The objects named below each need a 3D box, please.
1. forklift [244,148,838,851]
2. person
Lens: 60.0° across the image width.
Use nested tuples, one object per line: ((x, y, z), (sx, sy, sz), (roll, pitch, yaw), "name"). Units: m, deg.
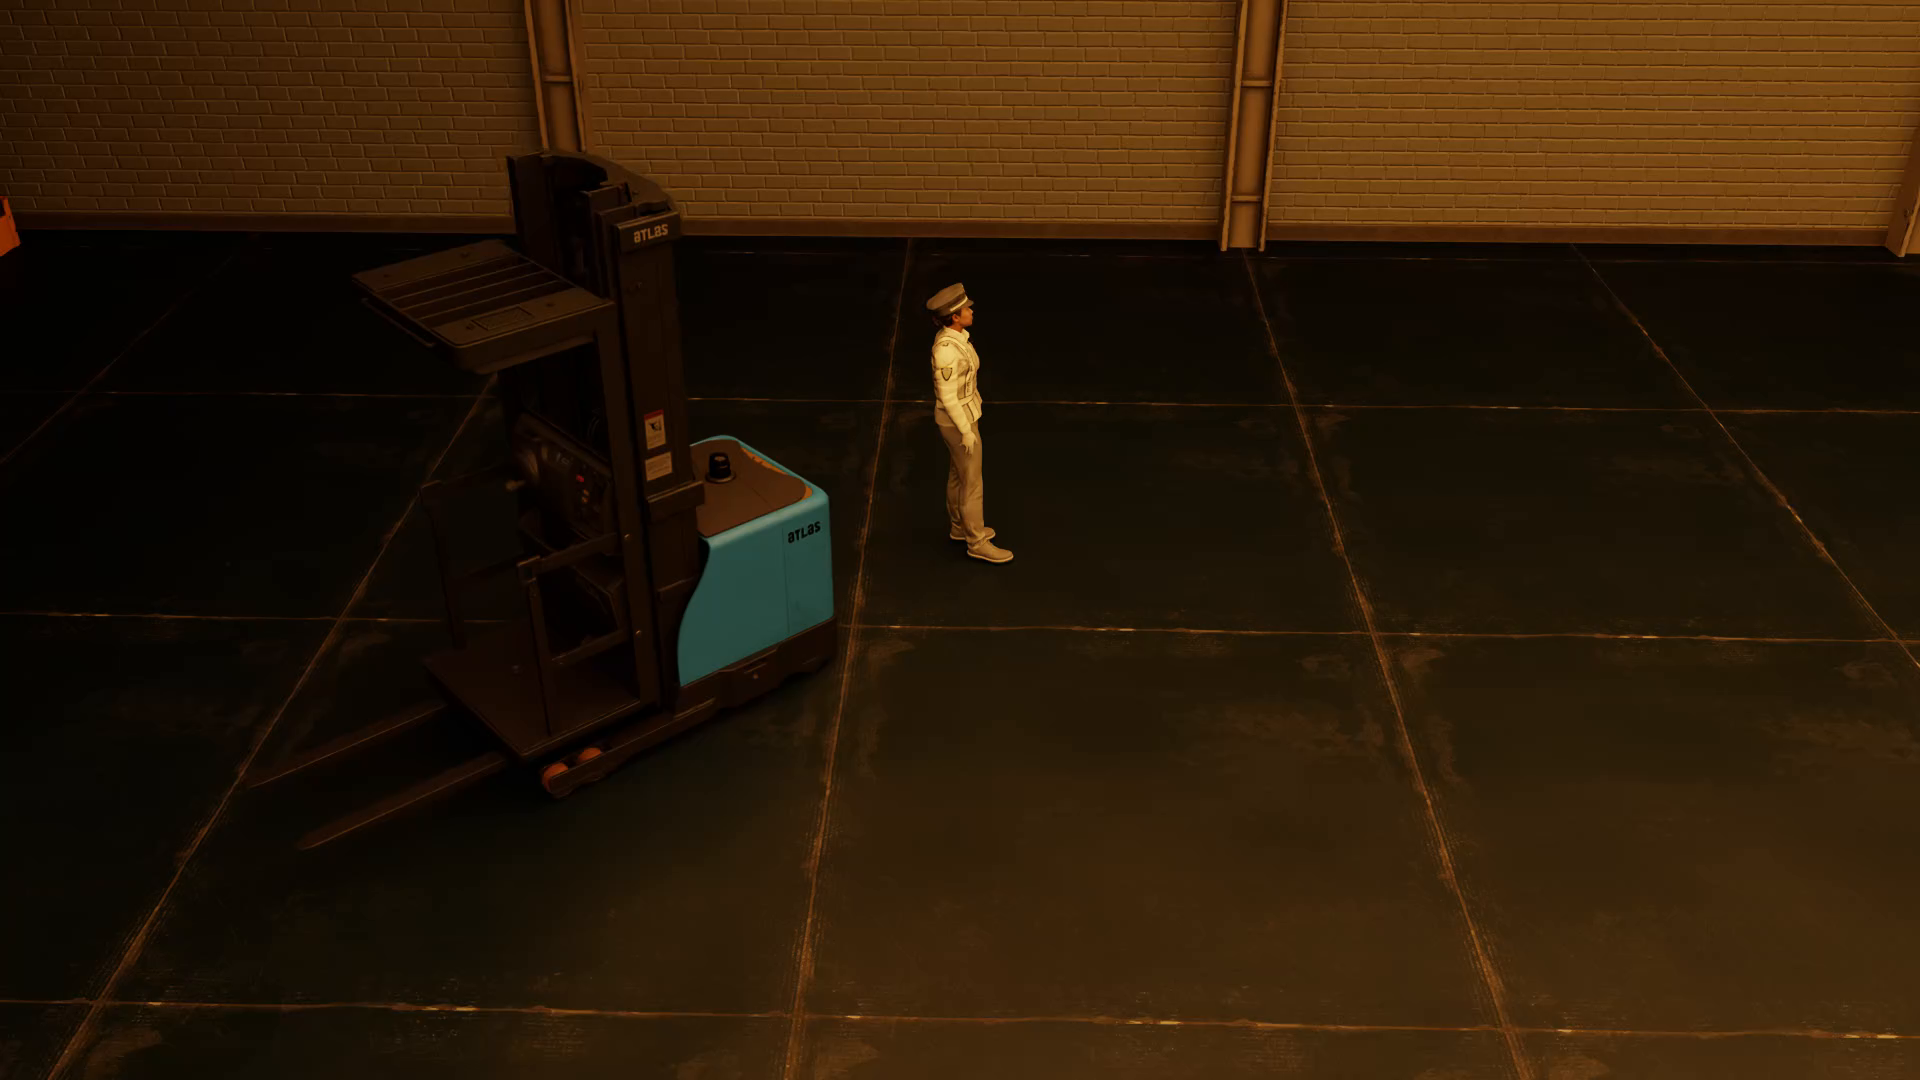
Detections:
((-2.122, -0.277, 8.084), (3.031, 2.935, 1.130), (-24, 38, -35), "forklift")
((0.068, -0.732, 10.058), (0.532, 1.694, 0.586), (1, 31, 1), "person")
